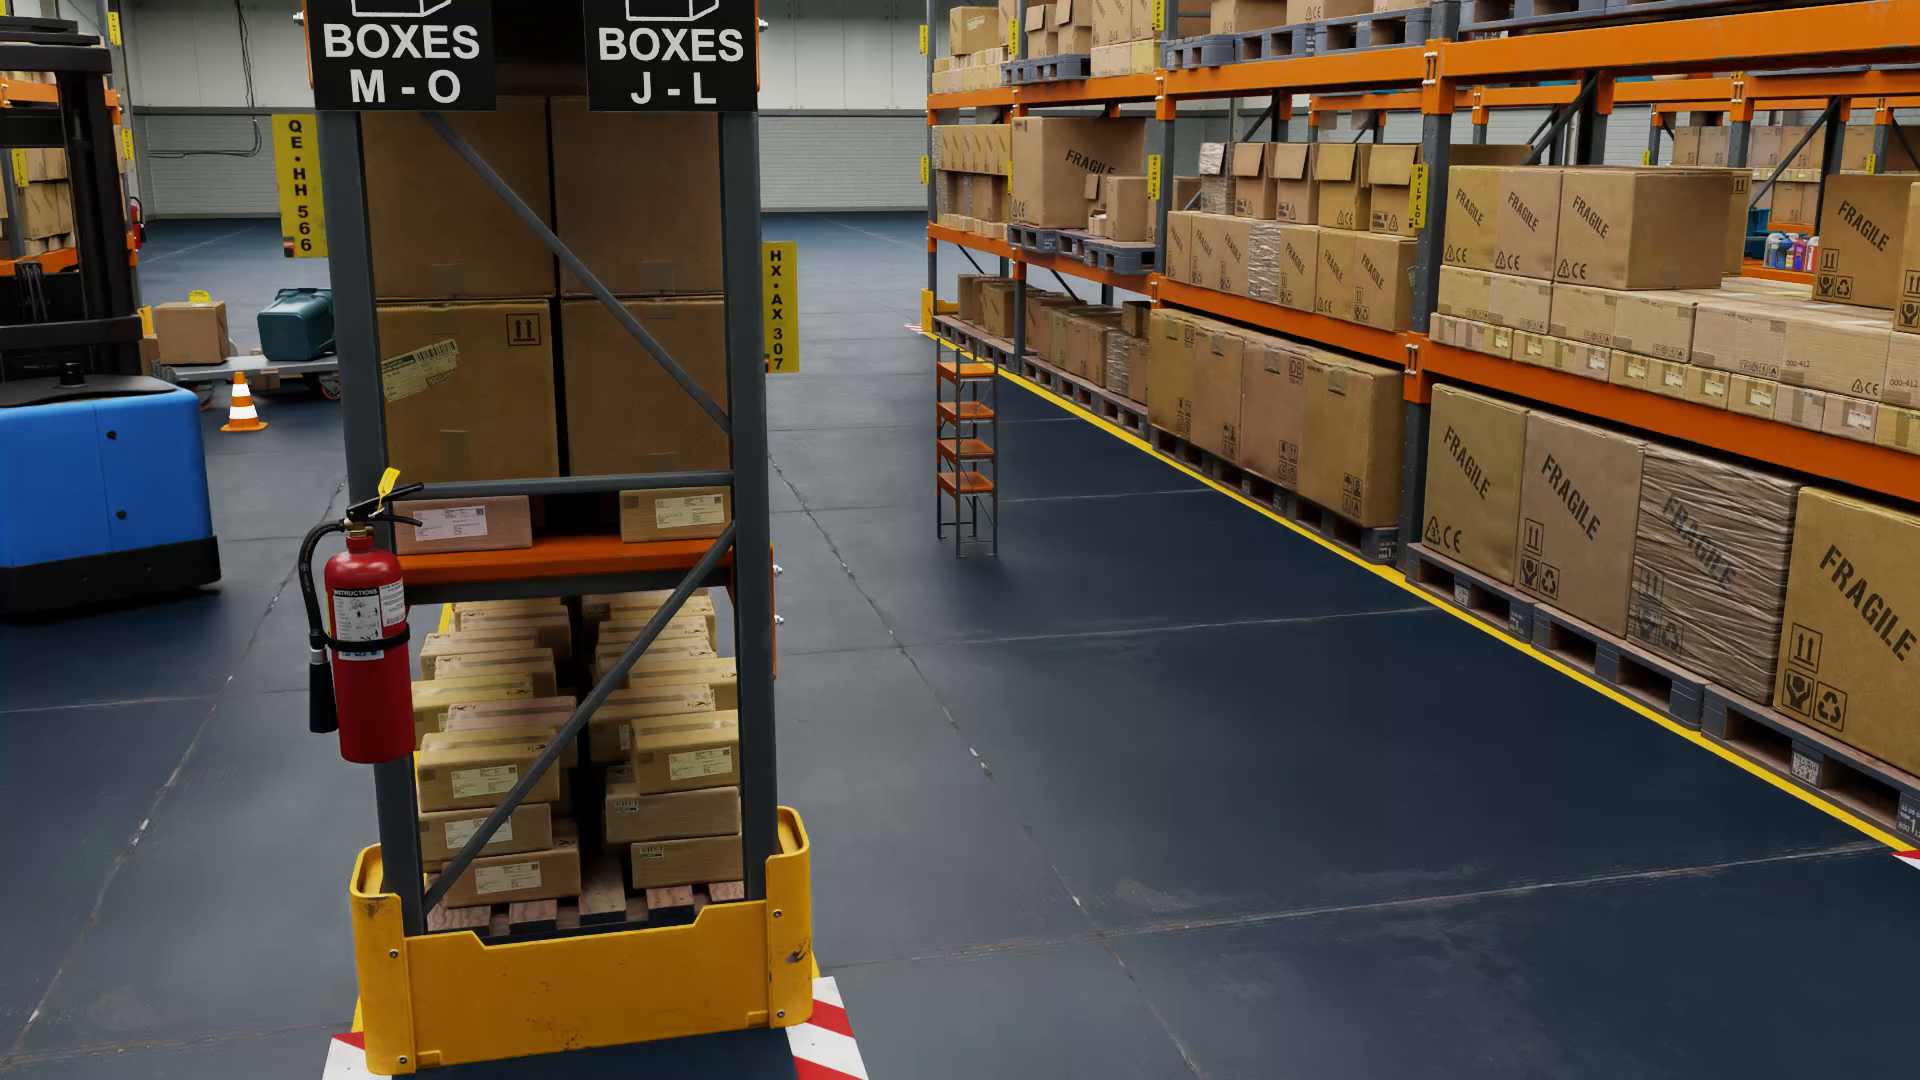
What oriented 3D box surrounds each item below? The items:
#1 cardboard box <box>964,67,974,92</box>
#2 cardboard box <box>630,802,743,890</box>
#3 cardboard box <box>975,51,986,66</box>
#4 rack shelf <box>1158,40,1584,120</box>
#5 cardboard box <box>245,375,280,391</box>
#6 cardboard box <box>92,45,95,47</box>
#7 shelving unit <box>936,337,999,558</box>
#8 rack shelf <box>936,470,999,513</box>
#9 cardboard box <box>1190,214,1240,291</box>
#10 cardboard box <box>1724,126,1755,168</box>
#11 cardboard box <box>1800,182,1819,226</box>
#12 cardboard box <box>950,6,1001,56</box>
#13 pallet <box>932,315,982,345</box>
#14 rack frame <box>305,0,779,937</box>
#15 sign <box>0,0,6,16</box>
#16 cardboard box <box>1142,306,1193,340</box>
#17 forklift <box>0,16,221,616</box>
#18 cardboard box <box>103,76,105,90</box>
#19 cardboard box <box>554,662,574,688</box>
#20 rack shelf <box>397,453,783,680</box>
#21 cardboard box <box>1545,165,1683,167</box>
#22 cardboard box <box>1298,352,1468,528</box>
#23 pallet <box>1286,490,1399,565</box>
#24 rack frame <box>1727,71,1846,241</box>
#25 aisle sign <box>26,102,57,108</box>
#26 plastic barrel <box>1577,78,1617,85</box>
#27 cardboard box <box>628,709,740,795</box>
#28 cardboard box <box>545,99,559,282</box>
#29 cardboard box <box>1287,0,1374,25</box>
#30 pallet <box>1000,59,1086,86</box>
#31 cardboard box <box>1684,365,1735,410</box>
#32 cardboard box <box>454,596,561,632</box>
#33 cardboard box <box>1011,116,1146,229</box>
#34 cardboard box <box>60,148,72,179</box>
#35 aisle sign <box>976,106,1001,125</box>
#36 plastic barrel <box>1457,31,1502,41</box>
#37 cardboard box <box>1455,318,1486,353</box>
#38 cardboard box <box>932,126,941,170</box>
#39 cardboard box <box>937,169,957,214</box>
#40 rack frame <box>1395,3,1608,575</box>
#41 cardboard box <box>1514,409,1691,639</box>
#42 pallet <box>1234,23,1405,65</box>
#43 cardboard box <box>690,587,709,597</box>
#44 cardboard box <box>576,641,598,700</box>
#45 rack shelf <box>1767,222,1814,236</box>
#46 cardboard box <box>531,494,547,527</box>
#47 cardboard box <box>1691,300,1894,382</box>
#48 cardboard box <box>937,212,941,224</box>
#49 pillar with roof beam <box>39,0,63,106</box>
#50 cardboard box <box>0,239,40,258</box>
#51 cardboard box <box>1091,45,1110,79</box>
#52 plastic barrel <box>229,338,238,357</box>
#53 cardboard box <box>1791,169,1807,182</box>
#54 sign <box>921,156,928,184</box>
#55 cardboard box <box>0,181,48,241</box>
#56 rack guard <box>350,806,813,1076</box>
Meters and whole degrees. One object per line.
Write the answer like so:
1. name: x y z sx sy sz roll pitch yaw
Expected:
1. cardboard box: 0.333 -4.979 17.983 0.500 0.250 0.500 -3 14 -12
2. cardboard box: -0.795 0.913 4.992 0.380 0.149 0.250 -3 14 -12
3. cardboard box: 0.372 -5.091 17.602 0.380 0.149 0.250 -3 14 -11
4. rack shelf: 2.453 -2.874 10.567 1.077 0.370 4.000 -3 14 -13
5. cardboard box: -6.694 -1.578 15.825 0.396 0.266 0.258 10 17 35
6. cardboard box: -9.139 -5.120 17.094 0.380 0.149 0.250 -3 14 -12
7. shelving unit: 0.039 -0.545 9.628 0.258 1.200 0.503 -3 14 -13
8. rack shelf: 0.039 -0.286 9.691 0.258 0.148 0.480 -3 14 -13
9. cardboard box: 1.956 -2.030 11.706 0.500 0.500 0.500 -4 14 -15
10. cardboard box: 10.092 -4.946 20.906 0.700 0.500 0.500 -3 14 -13
11. cardboard box: 10.434 -3.974 19.662 0.700 0.500 0.500 -3 14 -14
12. cardboard box: 0.191 -5.609 18.354 0.500 0.500 0.500 -3 14 -13
13. pallet: 0.279 -2.512 19.764 1.003 0.211 1.213 -3 14 -13
14. rack frame: -0.983 -0.129 4.136 1.000 3.000 0.127 -3 14 -13
15. sign: -8.050 -4.530 13.908 0.100 0.325 0.005 -3 14 -13
16. cardboard box: 1.797 -1.744 13.507 0.500 0.250 0.500 -3 14 -11
17. forklift: -5.241 -1.331 9.198 1.130 2.935 3.031 -12 18 -39
18. cardboard box: -9.082 -4.734 17.192 0.380 0.149 0.250 -3 14 -13
19. cardboard box: -1.669 0.584 6.338 0.380 0.149 0.250 -3 14 -12
20. rack shelf: -1.452 -0.241 6.109 1.077 0.370 4.000 -3 14 -13
21. cardboard box: 3.291 -1.650 8.469 0.500 0.500 0.500 -3 14 -12
22. cardboard box: 2.753 -0.623 9.751 1.225 0.875 0.875 -3 14 -13
23. pallet: 2.668 -0.124 9.991 1.003 0.211 1.213 -3 14 -13
24. rack frame: 6.798 -2.504 13.856 1.000 3.000 0.127 -3 14 -13
25. aisle sign: -9.844 -4.781 17.698 0.394 0.787 0.004 -3 14 -13
26. plastic barrel: 6.342 -4.871 16.169 0.600 0.901 0.600 0 14 0
27. cardboard box: -0.776 0.623 4.926 0.380 0.149 0.250 -4 14 -16
28. cardboard box: -0.955 -1.042 4.929 0.500 0.500 0.500 -3 14 -12
29. cardboard box: 2.484 -3.469 10.384 0.797 0.503 0.637 -3 14 -14
30. pallet: 1.085 -4.368 15.562 1.213 0.211 1.003 -3 14 -13
31. cardboard box: 3.156 -0.619 6.671 0.380 0.149 0.250 -3 14 -13
32. cardboard box: -1.700 0.293 6.276 0.380 0.149 0.250 -3 14 -13
33. cardboard box: 1.094 -3.455 15.600 1.000 1.000 1.000 -3 14 -13
34. cardboard box: -8.672 -3.627 15.509 0.700 0.500 0.500 -4 14 -14
35. aisle sign: 0.382 -5.367 20.098 0.394 0.787 0.004 -3 14 -13
36. plastic barrel: 5.729 -5.567 18.132 0.600 0.901 0.708 -3 14 -13
37. cardboard box: 2.731 -1.036 8.375 0.380 0.149 0.250 -4 14 -15
38. cardboard box: -0.031 -4.610 19.532 0.500 0.500 0.500 -3 14 -13
39. cardboard box: 0.207 -4.138 19.707 0.875 0.500 0.500 -3 14 -13
40. rack frame: 2.923 -1.305 8.949 1.000 3.000 0.127 -3 14 -13
41. cardboard box: 3.211 -0.113 7.660 0.875 0.875 0.875 -3 14 -13
42. pallet: 2.452 -3.190 10.741 1.003 0.211 1.213 -3 14 -11
43. cardboard box: -1.208 0.204 6.639 0.380 0.149 0.250 -4 14 -15
44. cardboard box: -1.223 0.473 6.167 0.380 0.149 0.250 -3 14 -10
45. rack shelf: 10.204 -3.814 20.733 1.077 0.370 4.000 -3 14 -13
46. cardboard box: -1.356 -0.126 4.652 0.380 0.149 0.250 -3 14 -13
47. cardboard box: 3.252 -0.785 6.511 0.500 0.250 0.500 -4 14 -15
48. cardboard box: -0.060 -3.872 19.986 0.380 0.149 0.250 -3 14 -13
49. pillar with roof beam: -16.517 -11.724 38.952 9.100 9.000 0.400 -3 14 -13
50. cardboard box: -8.351 -2.567 14.642 0.380 0.149 0.250 -3 14 -13
51. cardboard box: 1.388 -3.938 13.721 0.500 0.250 0.500 -3 14 -12
52. plastic barrel: -7.572 -1.877 16.720 0.512 0.421 0.421 7 15 26
53. cardboard box: 10.165 -4.351 19.840 0.380 0.149 0.250 -3 14 -13
54. sign: -0.423 -4.464 20.053 0.100 0.325 0.005 -3 14 -13
55. cardboard box: -8.421 -2.908 14.674 0.500 0.500 0.500 -3 14 -13
56. rack guard: -1.001 1.068 4.504 1.175 0.500 0.348 -3 14 -13
